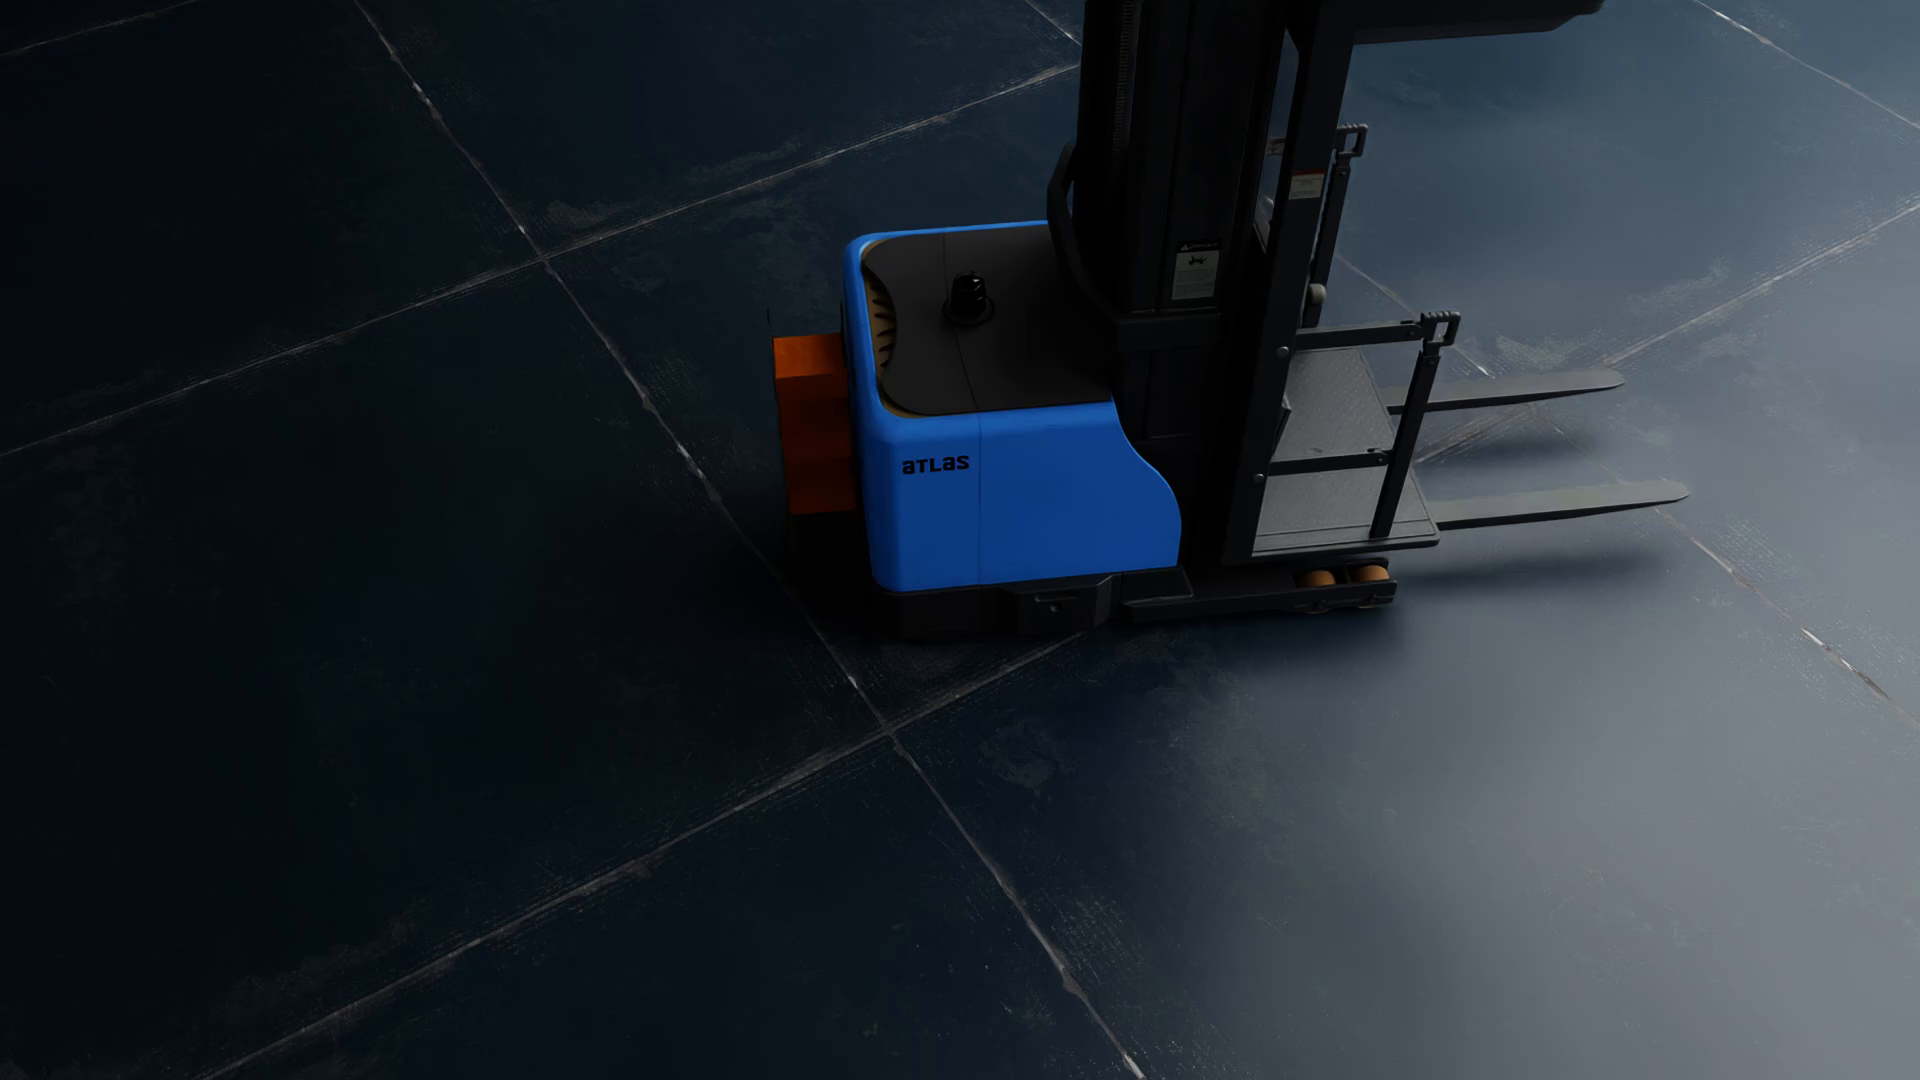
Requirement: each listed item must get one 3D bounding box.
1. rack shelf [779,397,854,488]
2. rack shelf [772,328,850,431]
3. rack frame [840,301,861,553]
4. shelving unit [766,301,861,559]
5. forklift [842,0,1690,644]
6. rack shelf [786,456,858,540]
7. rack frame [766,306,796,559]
[{"bbox_3d":[-0.507,-0.358,5.880,0.240,0.259,0.215,-5,49,-5],"label":"rack shelf"},{"bbox_3d":[-0.507,-0.547,5.668,0.240,0.259,0.215,-5,49,-5],"label":"rack shelf"},{"bbox_3d":[-0.386,-0.377,5.882,0.008,1.050,0.200,-5,49,-5],"label":"rack frame"},{"bbox_3d":[-0.507,-0.365,5.872,0.252,1.050,0.215,-5,49,-5],"label":"shelving unit"},{"bbox_3d":[1.135,-1.098,5.265,3.031,2.935,1.130,-5,49,-5],"label":"forklift"},{"bbox_3d":[-0.507,-0.173,6.088,0.240,0.259,0.215,-5,49,-5],"label":"rack shelf"},{"bbox_3d":[-0.628,-0.354,5.862,0.008,1.050,0.200,-5,49,-5],"label":"rack frame"}]
